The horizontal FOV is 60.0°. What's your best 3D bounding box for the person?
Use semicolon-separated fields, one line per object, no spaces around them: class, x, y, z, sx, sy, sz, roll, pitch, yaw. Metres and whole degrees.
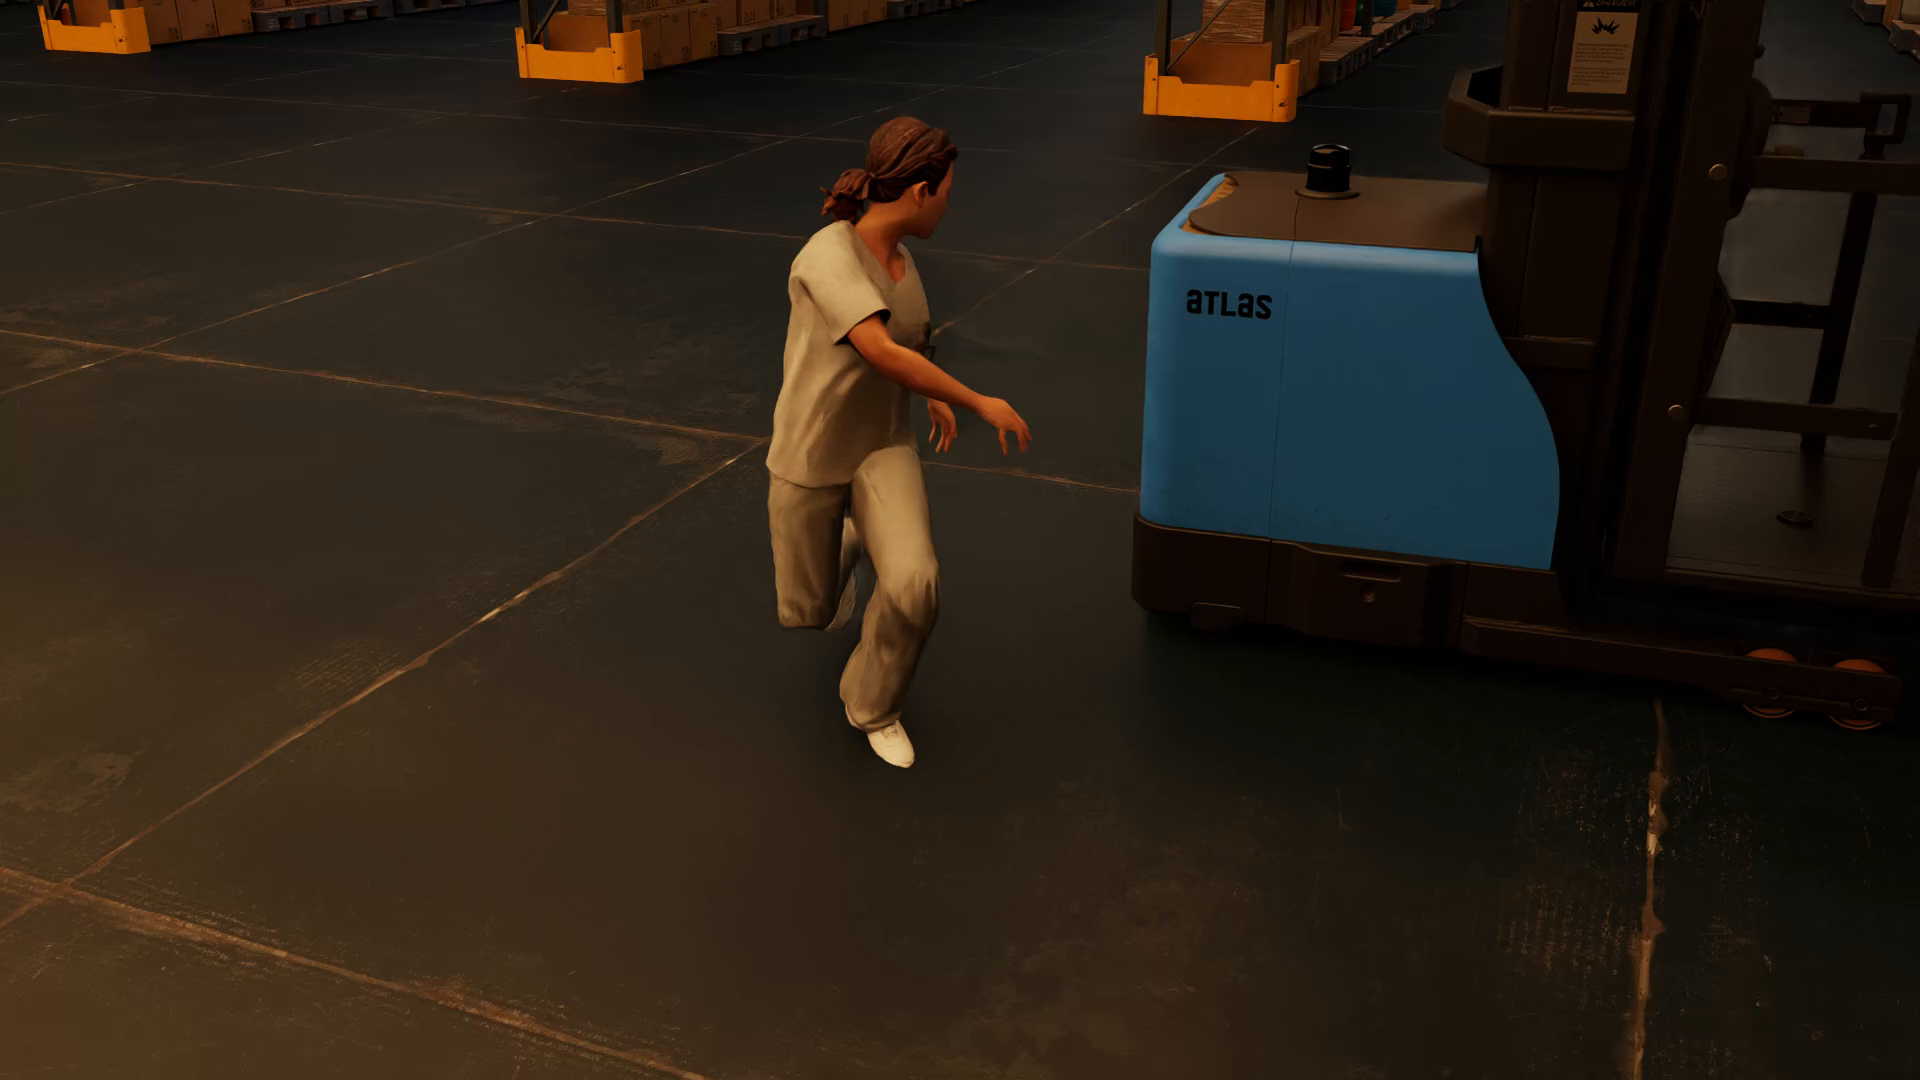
person;-0.194;-0.266;3.932;0.576;1.453;0.867;-10;25;-23

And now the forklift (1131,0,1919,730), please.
forklift;2.043;-1.125;3.984;3.031;2.935;1.130;7;24;16
